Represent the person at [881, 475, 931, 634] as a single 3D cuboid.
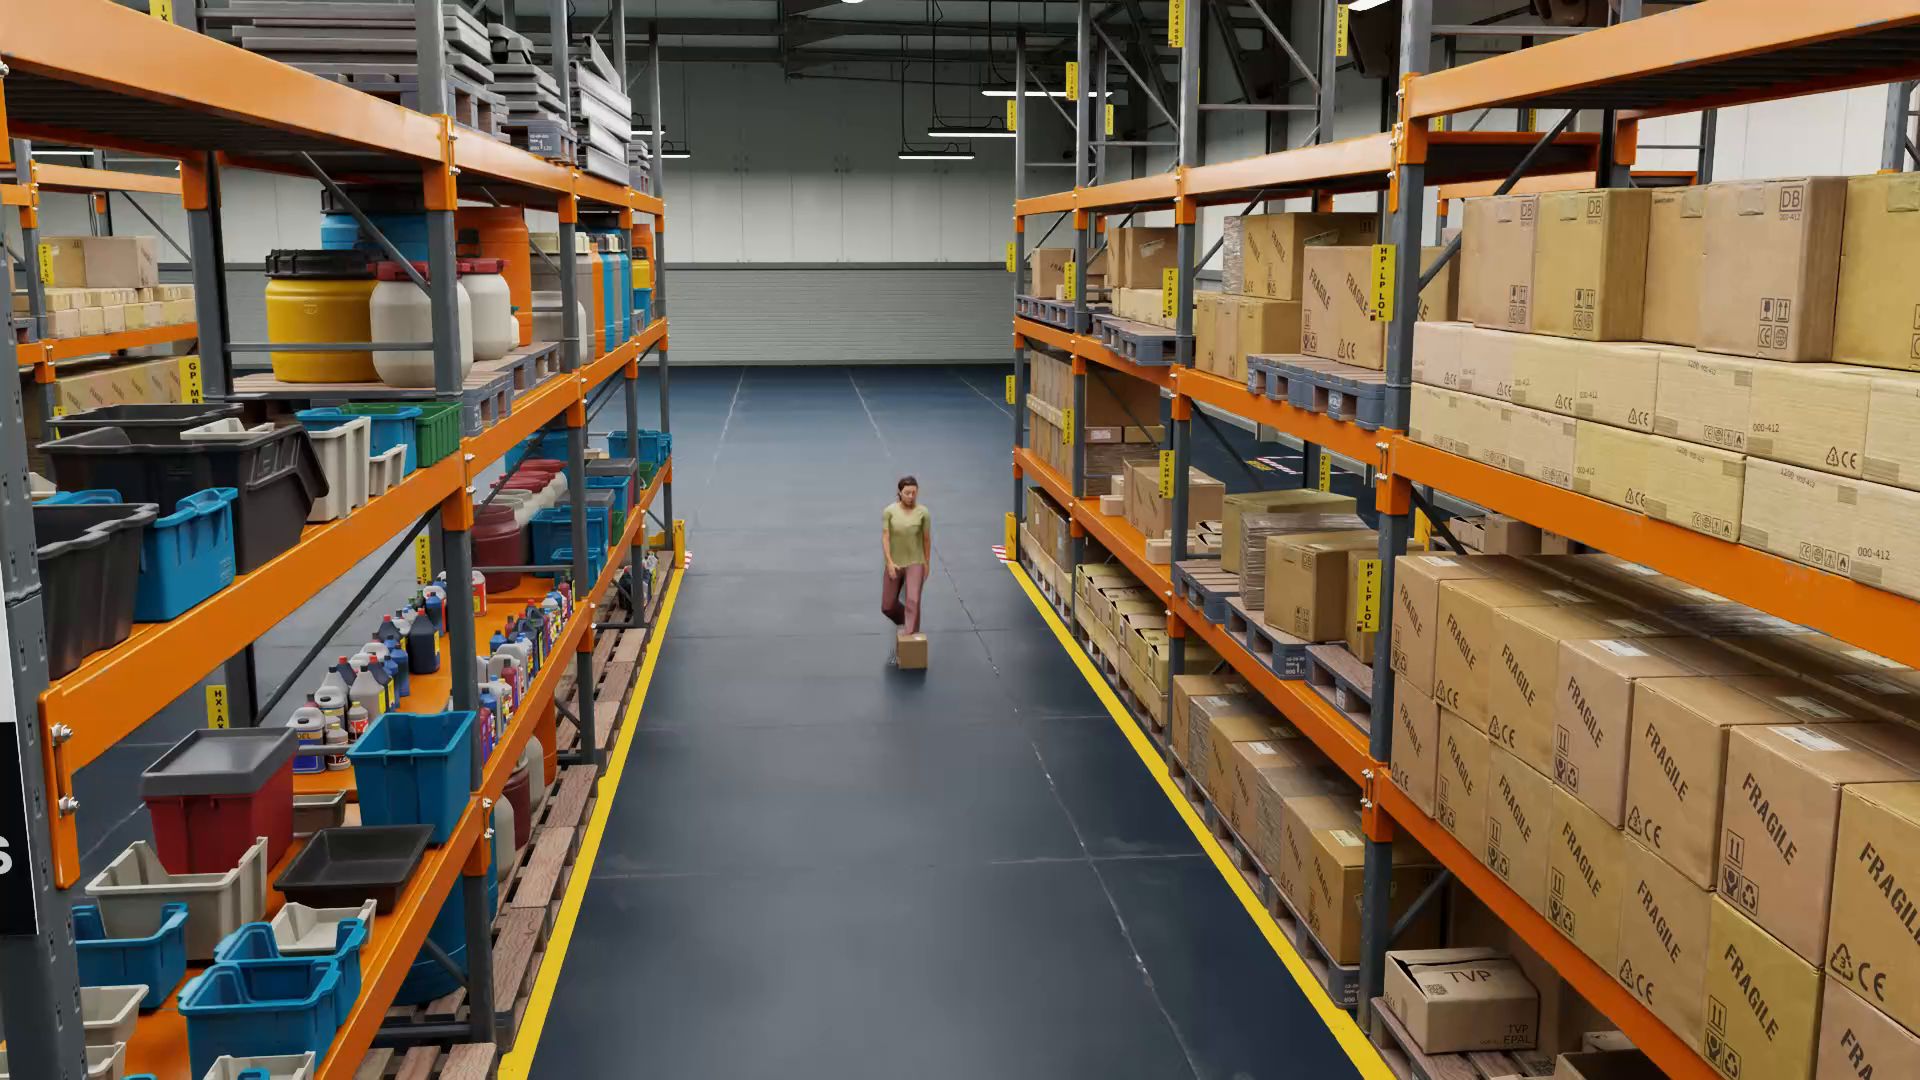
[{"bbox_3d":[-0.487,0.220,14.800,0.444,1.616,0.913,0,10,2],"label":"person"}]
